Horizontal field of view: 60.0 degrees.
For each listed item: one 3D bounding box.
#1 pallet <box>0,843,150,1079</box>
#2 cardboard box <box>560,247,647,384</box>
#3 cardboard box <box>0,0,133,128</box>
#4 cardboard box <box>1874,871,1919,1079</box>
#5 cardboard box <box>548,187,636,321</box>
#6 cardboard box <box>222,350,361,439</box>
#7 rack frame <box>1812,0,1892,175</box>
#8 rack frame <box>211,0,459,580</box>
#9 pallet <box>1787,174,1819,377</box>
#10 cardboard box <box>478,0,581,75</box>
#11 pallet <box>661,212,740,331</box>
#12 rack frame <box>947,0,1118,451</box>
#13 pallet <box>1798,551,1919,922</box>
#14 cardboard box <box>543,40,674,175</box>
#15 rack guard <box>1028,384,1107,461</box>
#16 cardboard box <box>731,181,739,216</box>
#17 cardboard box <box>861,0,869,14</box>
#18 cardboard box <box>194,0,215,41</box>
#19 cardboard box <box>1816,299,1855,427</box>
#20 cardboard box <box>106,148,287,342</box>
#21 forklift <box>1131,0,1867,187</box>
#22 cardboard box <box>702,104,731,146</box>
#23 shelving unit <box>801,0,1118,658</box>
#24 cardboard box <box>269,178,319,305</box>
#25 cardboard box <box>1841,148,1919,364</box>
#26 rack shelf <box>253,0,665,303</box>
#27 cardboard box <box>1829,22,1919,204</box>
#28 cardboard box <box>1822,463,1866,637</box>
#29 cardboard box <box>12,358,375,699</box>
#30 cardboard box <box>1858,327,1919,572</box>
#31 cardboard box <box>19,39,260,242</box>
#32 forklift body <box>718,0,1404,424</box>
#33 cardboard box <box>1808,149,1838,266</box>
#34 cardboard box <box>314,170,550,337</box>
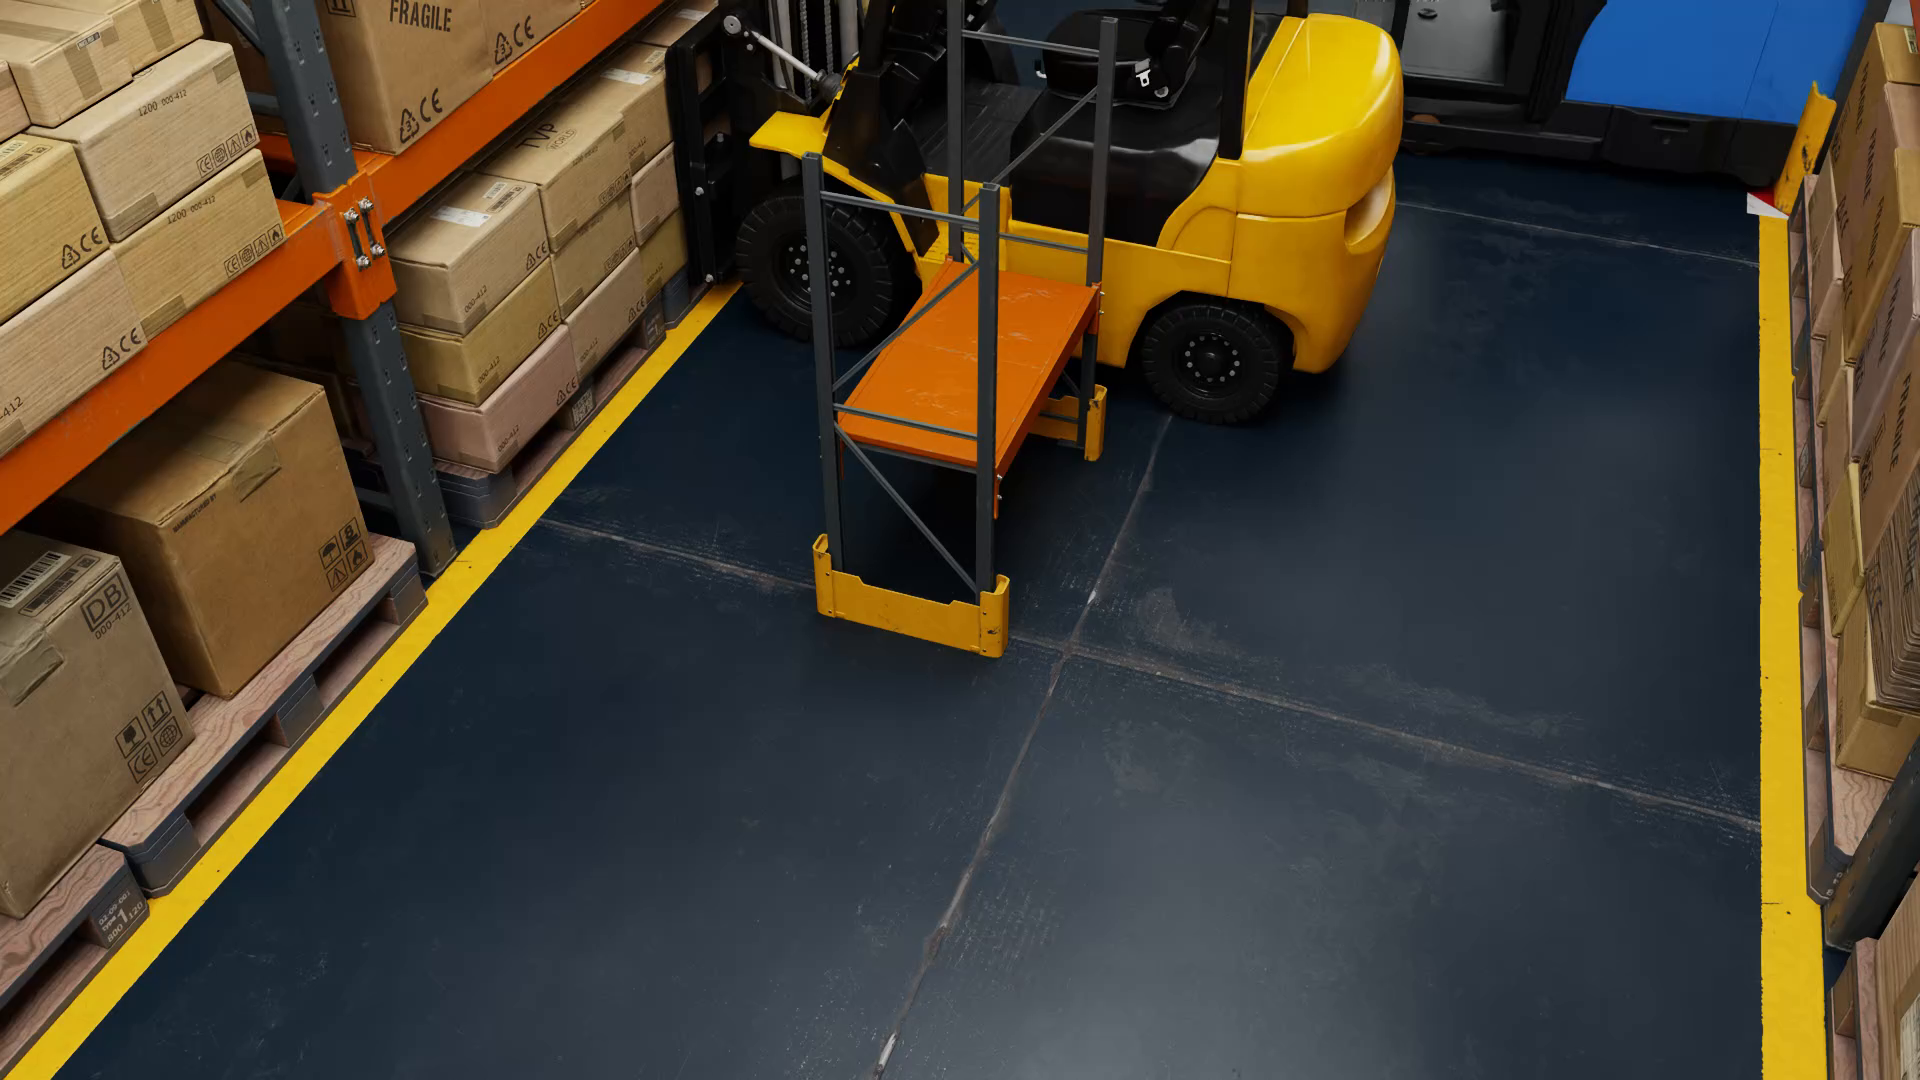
[{"bbox_3d":[-2.687,1.099,3.799,1.003,0.211,1.213,13,42,15],"label":"pallet"},{"bbox_3d":[-1.421,-0.815,5.689,0.500,0.250,0.500,12,42,14],"label":"cardboard box"},{"bbox_3d":[-2.036,-1.032,3.572,0.380,0.149,0.250,13,42,14],"label":"cardboard box"},{"bbox_3d":[2.432,1.093,3.359,0.950,0.372,0.625,14,42,16],"label":"cardboard box"},{"bbox_3d":[-1.430,-1.005,5.526,0.500,0.250,0.500,13,42,15],"label":"cardboard box"},{"bbox_3d":[-2.080,-0.621,5.462,0.500,0.250,0.500,14,42,16],"label":"cardboard box"},{"bbox_3d":[3.977,-2.507,5.877,1.000,3.000,0.127,13,42,15],"label":"rack frame"},{"bbox_3d":[-2.056,-1.167,4.306,1.000,3.000,0.127,13,42,15],"label":"rack frame"},{"bbox_3d":[3.640,-0.912,6.156,1.003,0.211,1.213,13,42,15],"label":"pallet"},{"bbox_3d":[-1.497,-1.739,4.900,0.500,0.500,0.500,14,42,16],"label":"cardboard box"},{"bbox_3d":[-1.330,-1.328,6.644,1.003,0.211,1.213,13,42,15],"label":"pallet"},{"bbox_3d":[0.203,-0.933,5.188,0.500,1.500,0.032,13,42,15],"label":"rack frame"},{"bbox_3d":[2.806,0.576,4.412,1.003,0.211,1.213,13,42,15],"label":"pallet"},{"bbox_3d":[-1.252,-1.502,5.724,0.500,0.250,0.500,15,43,17],"label":"cardboard box"},{"bbox_3d":[0.196,-0.445,5.579,0.587,0.250,0.087,13,42,15],"label":"rack guard"},{"bbox_3d":[-1.067,-1.437,6.418,0.500,0.250,0.500,15,43,16],"label":"cardboard box"},{"bbox_3d":[-0.561,-2.544,7.330,0.500,0.250,0.500,13,42,15],"label":"cardboard box"},{"bbox_3d":[-2.157,-1.539,4.665,0.500,0.500,0.500,13,42,15],"label":"cardboard box"},{"bbox_3d":[3.085,-0.545,5.372,0.500,0.250,0.500,16,43,18],"label":"cardboard box"},{"bbox_3d":[-1.983,-0.744,3.927,0.500,0.250,0.500,14,42,16],"label":"cardboard box"},{"bbox_3d":[2.205,-3.105,6.631,3.031,2.935,1.130,10,41,11],"label":"forklift"},{"bbox_3d":[-1.074,-1.616,6.243,0.500,0.250,0.500,13,42,15],"label":"cardboard box"},{"bbox_3d":[0.026,-0.617,4.818,0.587,1.500,1.083,13,42,15],"label":"shelving unit"},{"bbox_3d":[-2.070,-1.004,5.140,0.500,0.250,0.500,14,42,16],"label":"cardboard box"},{"bbox_3d":[3.080,-0.837,5.137,0.500,0.500,0.500,14,42,16],"label":"cardboard box"},{"bbox_3d":[-1.372,-2.113,5.970,1.077,0.370,4.000,13,42,15],"label":"rack shelf"},{"bbox_3d":[3.434,-1.461,5.868,0.500,0.500,0.500,12,42,14],"label":"cardboard box"},{"bbox_3d":[2.732,0.072,4.650,0.500,0.250,0.500,12,42,14],"label":"cardboard box"},{"bbox_3d":[-2.224,-0.102,4.565,0.875,0.625,0.625,15,43,17],"label":"cardboard box"},{"bbox_3d":[2.732,-0.197,4.387,0.500,0.500,0.500,14,42,16],"label":"cardboard box"},{"bbox_3d":[-1.984,-0.943,3.775,0.500,0.250,0.500,12,42,14],"label":"cardboard box"},{"bbox_3d":[0.377,-1.722,5.611,2.313,2.155,1.214,13,42,15],"label":"forklift body"},{"bbox_3d":[3.441,-1.190,6.129,0.500,0.250,0.500,13,42,15],"label":"cardboard box"},{"bbox_3d":[-1.596,-0.886,5.002,0.500,0.250,0.500,13,42,14],"label":"cardboard box"}]
